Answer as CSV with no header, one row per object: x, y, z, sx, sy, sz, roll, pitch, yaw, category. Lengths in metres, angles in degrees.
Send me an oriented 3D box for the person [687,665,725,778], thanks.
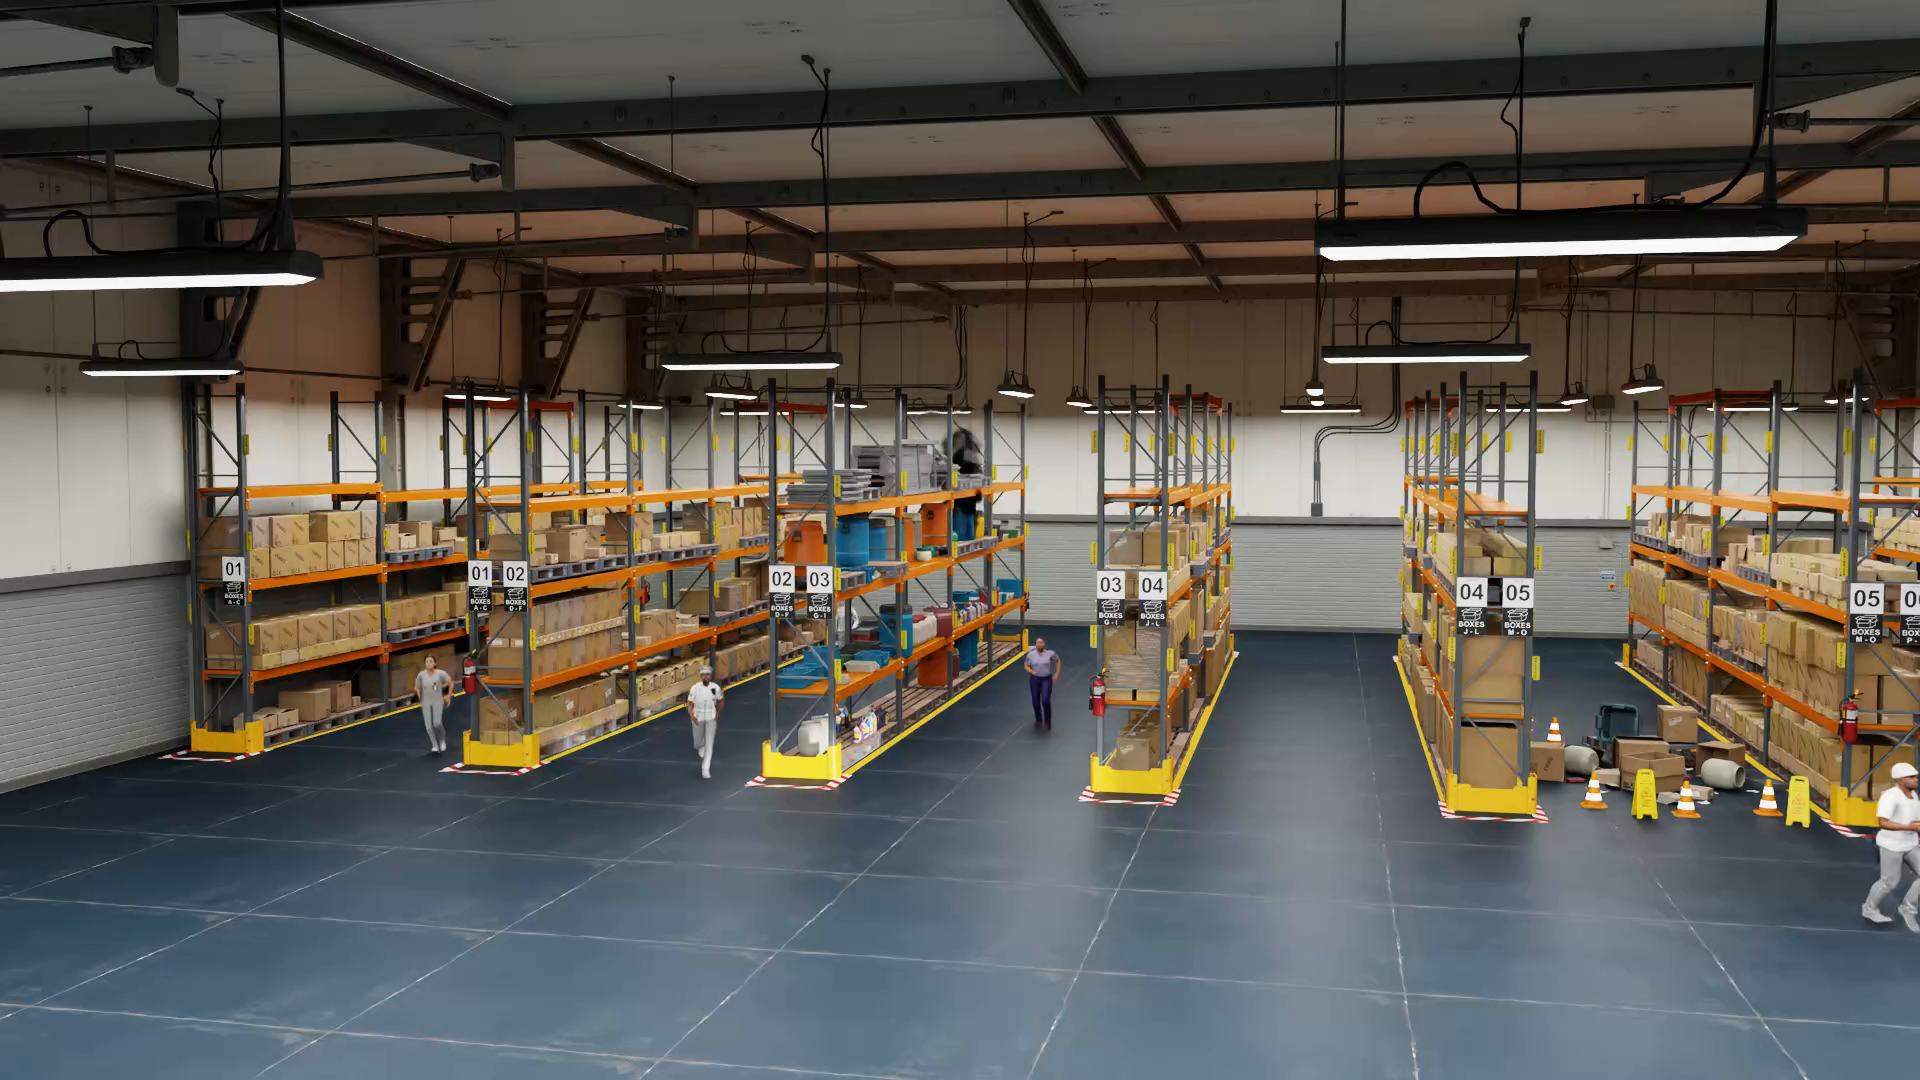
-3.882,2.744,25.400,0.569,1.678,0.863,0,3,-3,person

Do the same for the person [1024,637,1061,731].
1.432,2.543,29.145,0.619,1.680,0.691,1,3,9,person

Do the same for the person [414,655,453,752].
-8.505,2.650,26.807,0.592,1.611,0.638,0,3,-2,person

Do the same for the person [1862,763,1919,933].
9.637,3.154,17.077,0.680,1.768,0.747,-2,4,-27,person

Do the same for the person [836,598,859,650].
-2.563,2.066,37.289,0.618,1.649,0.645,0,3,8,person
